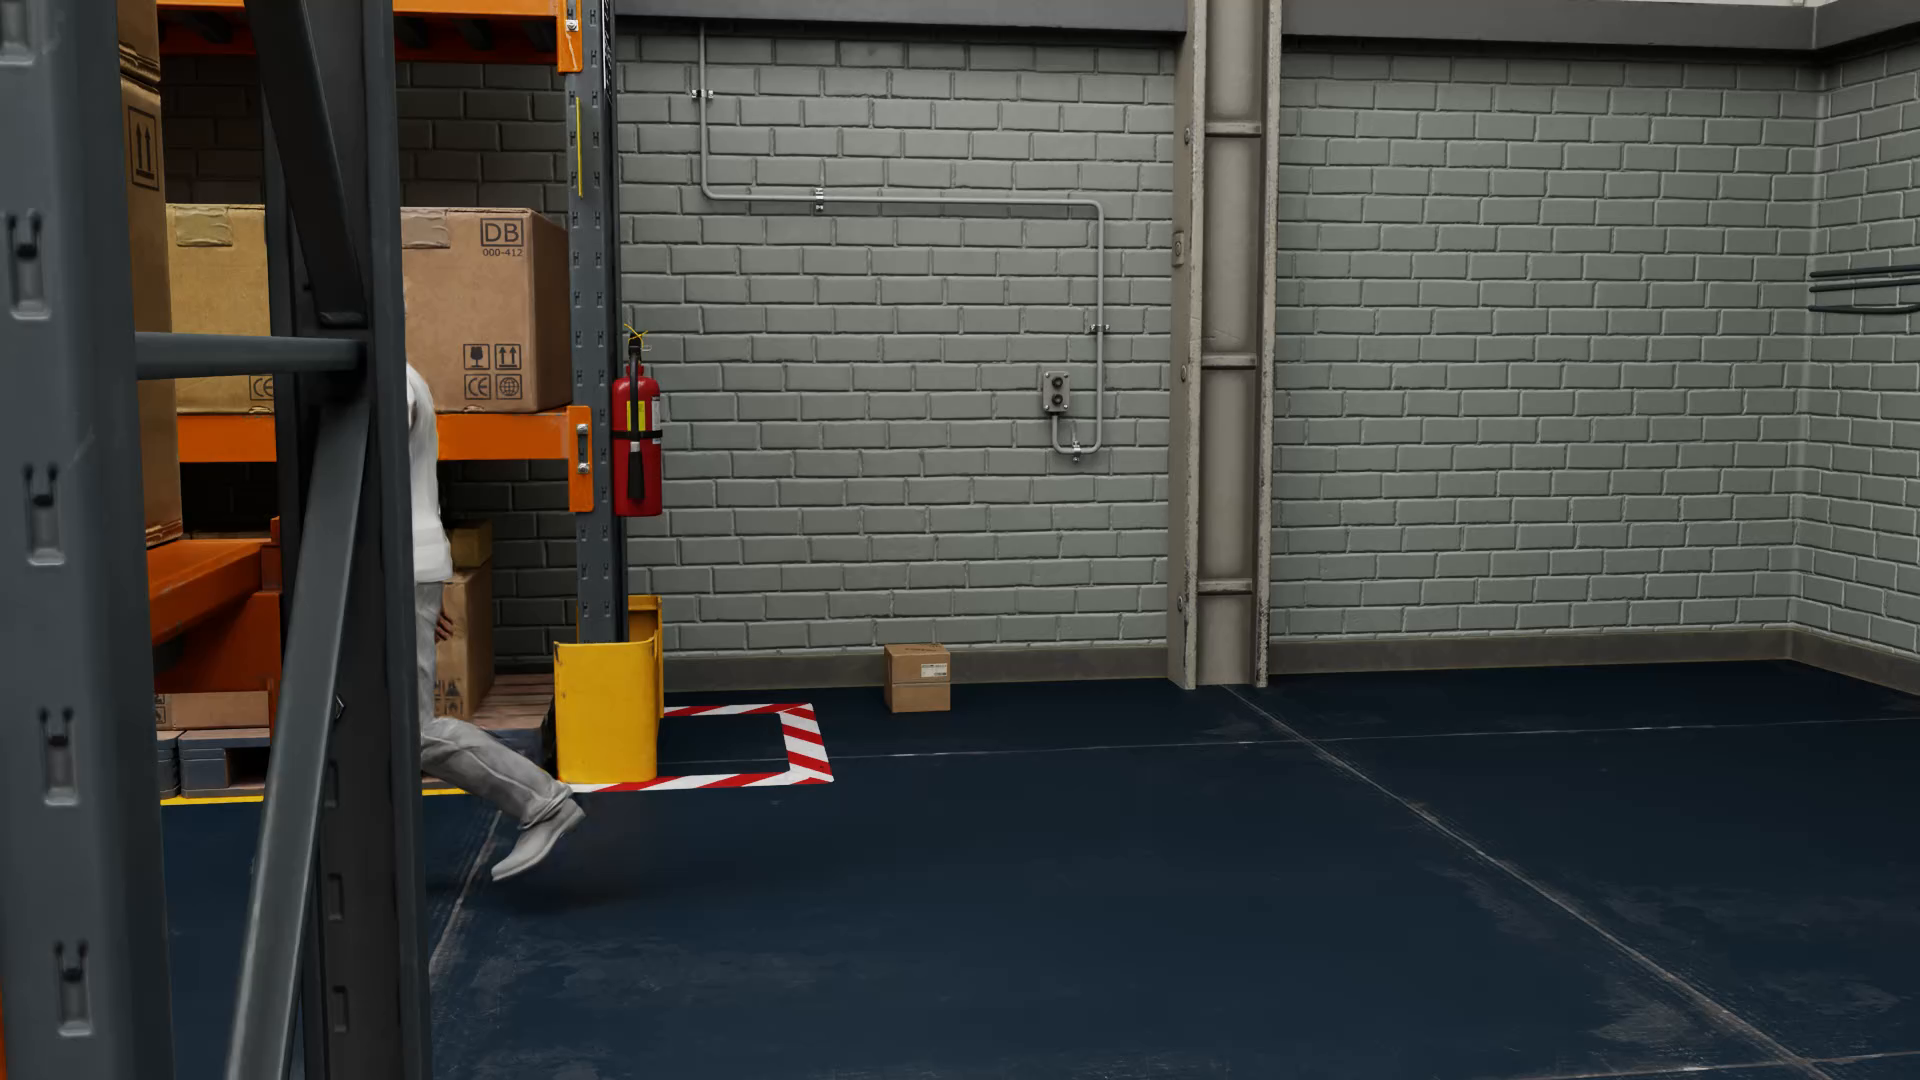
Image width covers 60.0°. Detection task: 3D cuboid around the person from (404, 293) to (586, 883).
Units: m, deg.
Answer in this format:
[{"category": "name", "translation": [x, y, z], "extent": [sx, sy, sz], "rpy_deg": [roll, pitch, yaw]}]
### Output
[{"category": "person", "translation": [-1.510, 0.119, 4.582], "extent": [0.890, 1.748, 0.628], "rpy_deg": [-2, 7, -15]}]
